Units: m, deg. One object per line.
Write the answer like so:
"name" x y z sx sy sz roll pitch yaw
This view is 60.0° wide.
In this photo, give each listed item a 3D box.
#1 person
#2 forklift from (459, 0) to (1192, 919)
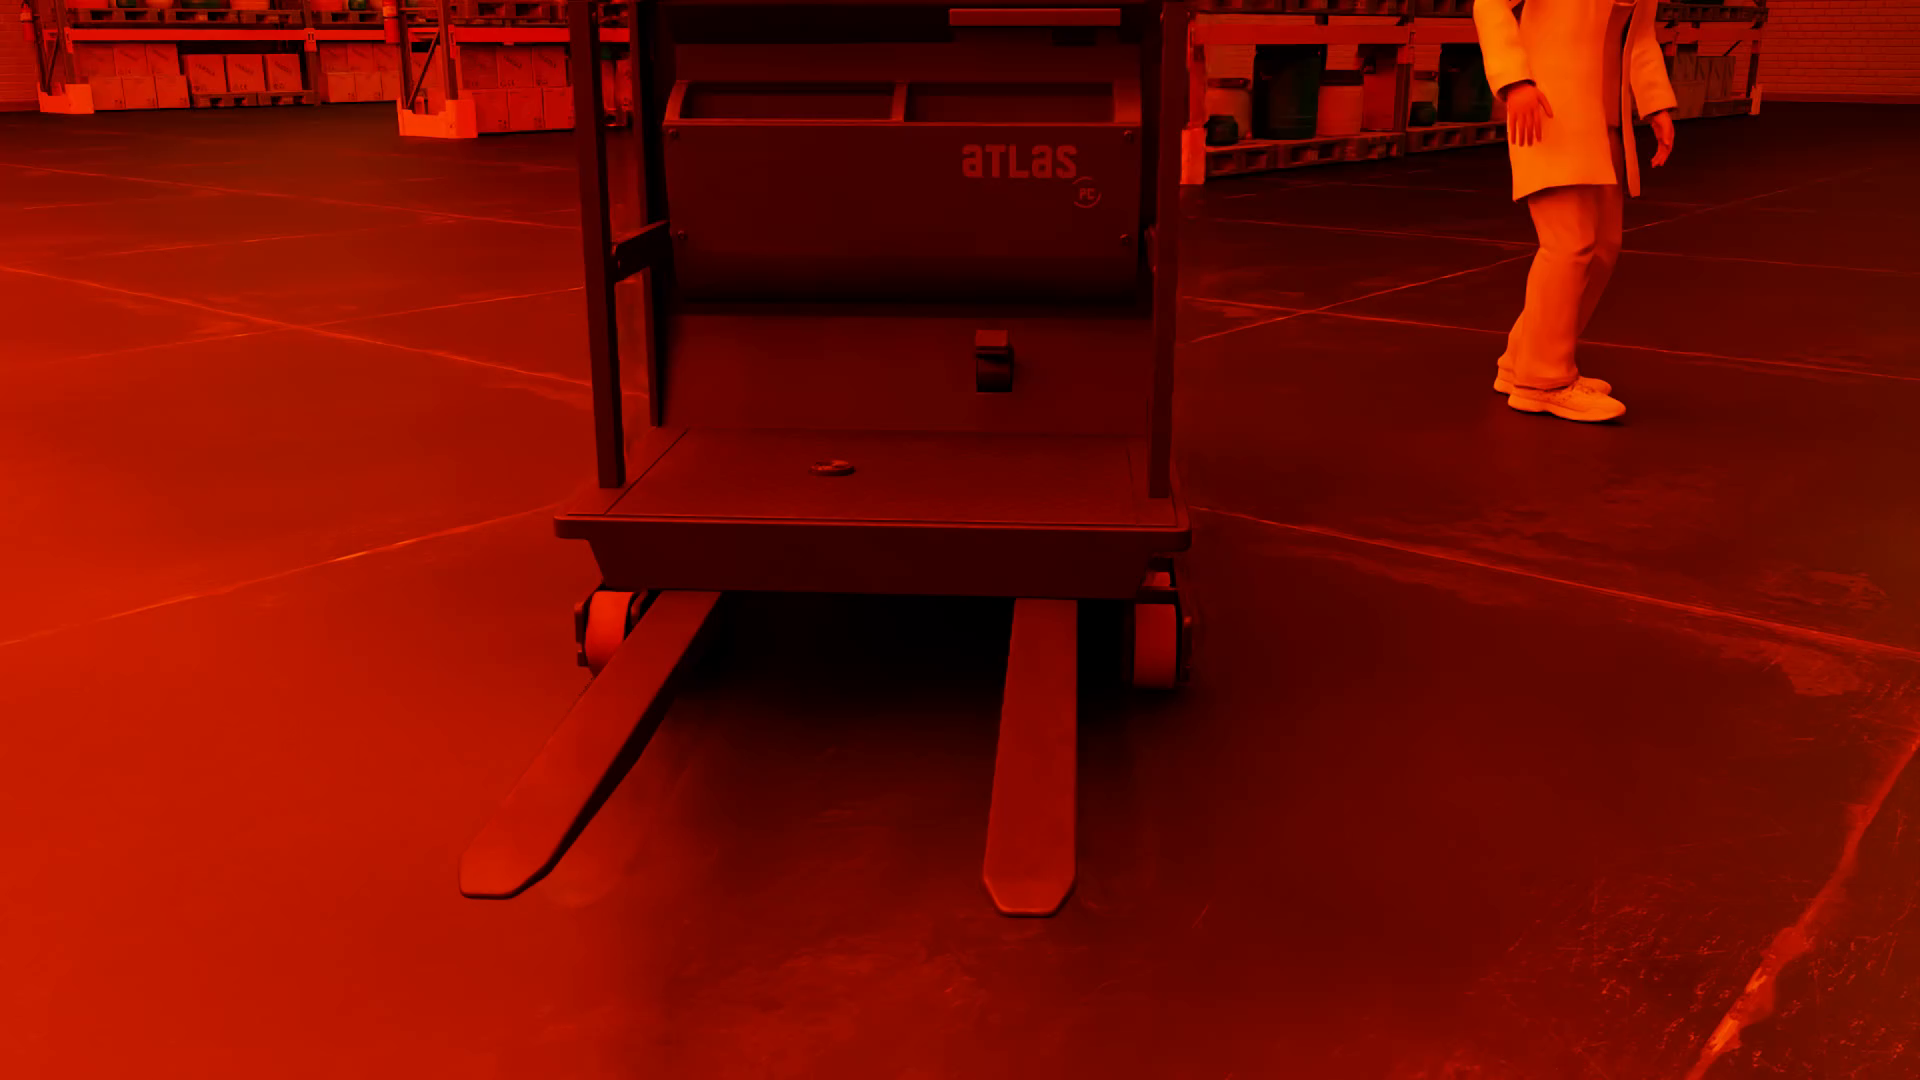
"person" 1.972 -1.277 5.134 0.800 1.755 0.558 -13 21 -37
"forklift" -0.123 -1.224 2.930 1.130 2.935 3.031 1 17 4
